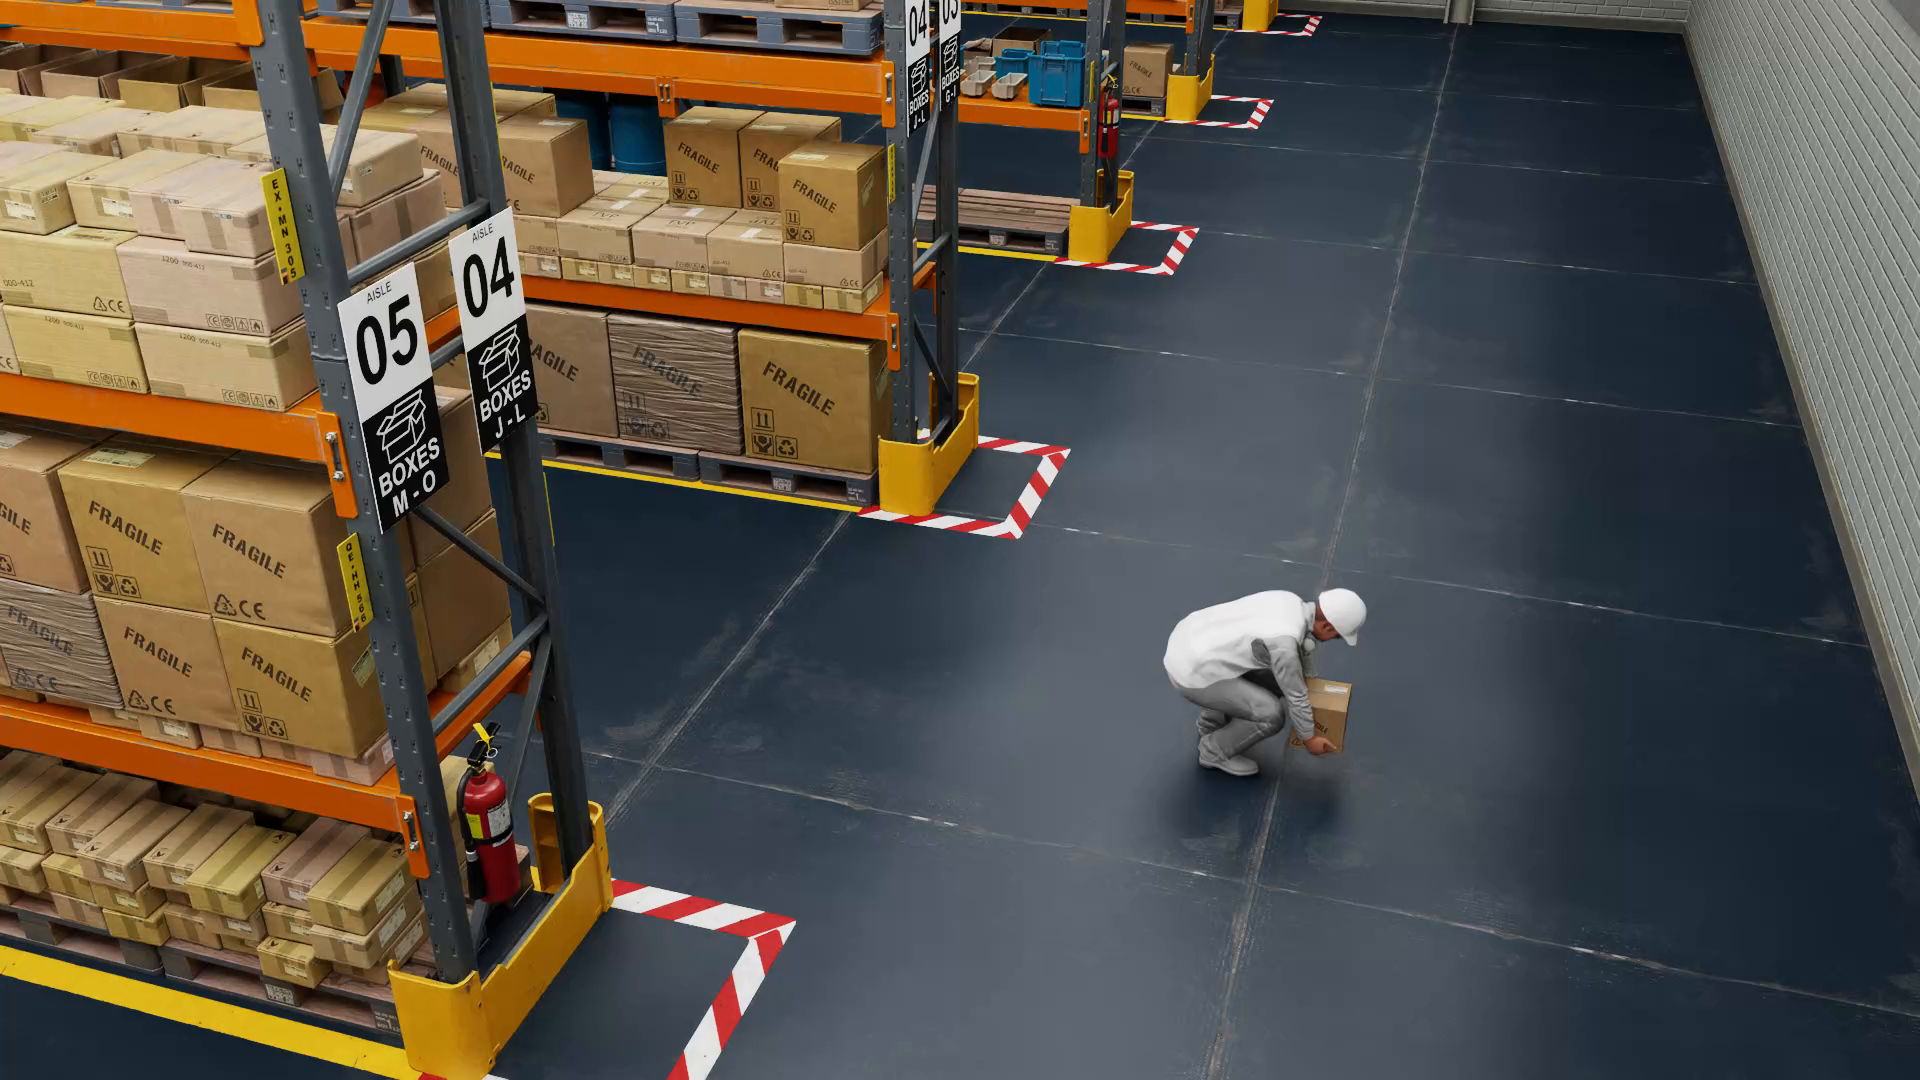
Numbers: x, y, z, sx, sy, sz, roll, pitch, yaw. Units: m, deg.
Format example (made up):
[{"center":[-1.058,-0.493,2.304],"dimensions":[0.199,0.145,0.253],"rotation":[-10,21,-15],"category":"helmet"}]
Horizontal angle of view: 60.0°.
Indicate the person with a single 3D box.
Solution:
[{"center":[1.462,0.649,8.114],"dimensions":[0.920,1.005,0.500],"rotation":[8,30,14],"category":"person"}]
